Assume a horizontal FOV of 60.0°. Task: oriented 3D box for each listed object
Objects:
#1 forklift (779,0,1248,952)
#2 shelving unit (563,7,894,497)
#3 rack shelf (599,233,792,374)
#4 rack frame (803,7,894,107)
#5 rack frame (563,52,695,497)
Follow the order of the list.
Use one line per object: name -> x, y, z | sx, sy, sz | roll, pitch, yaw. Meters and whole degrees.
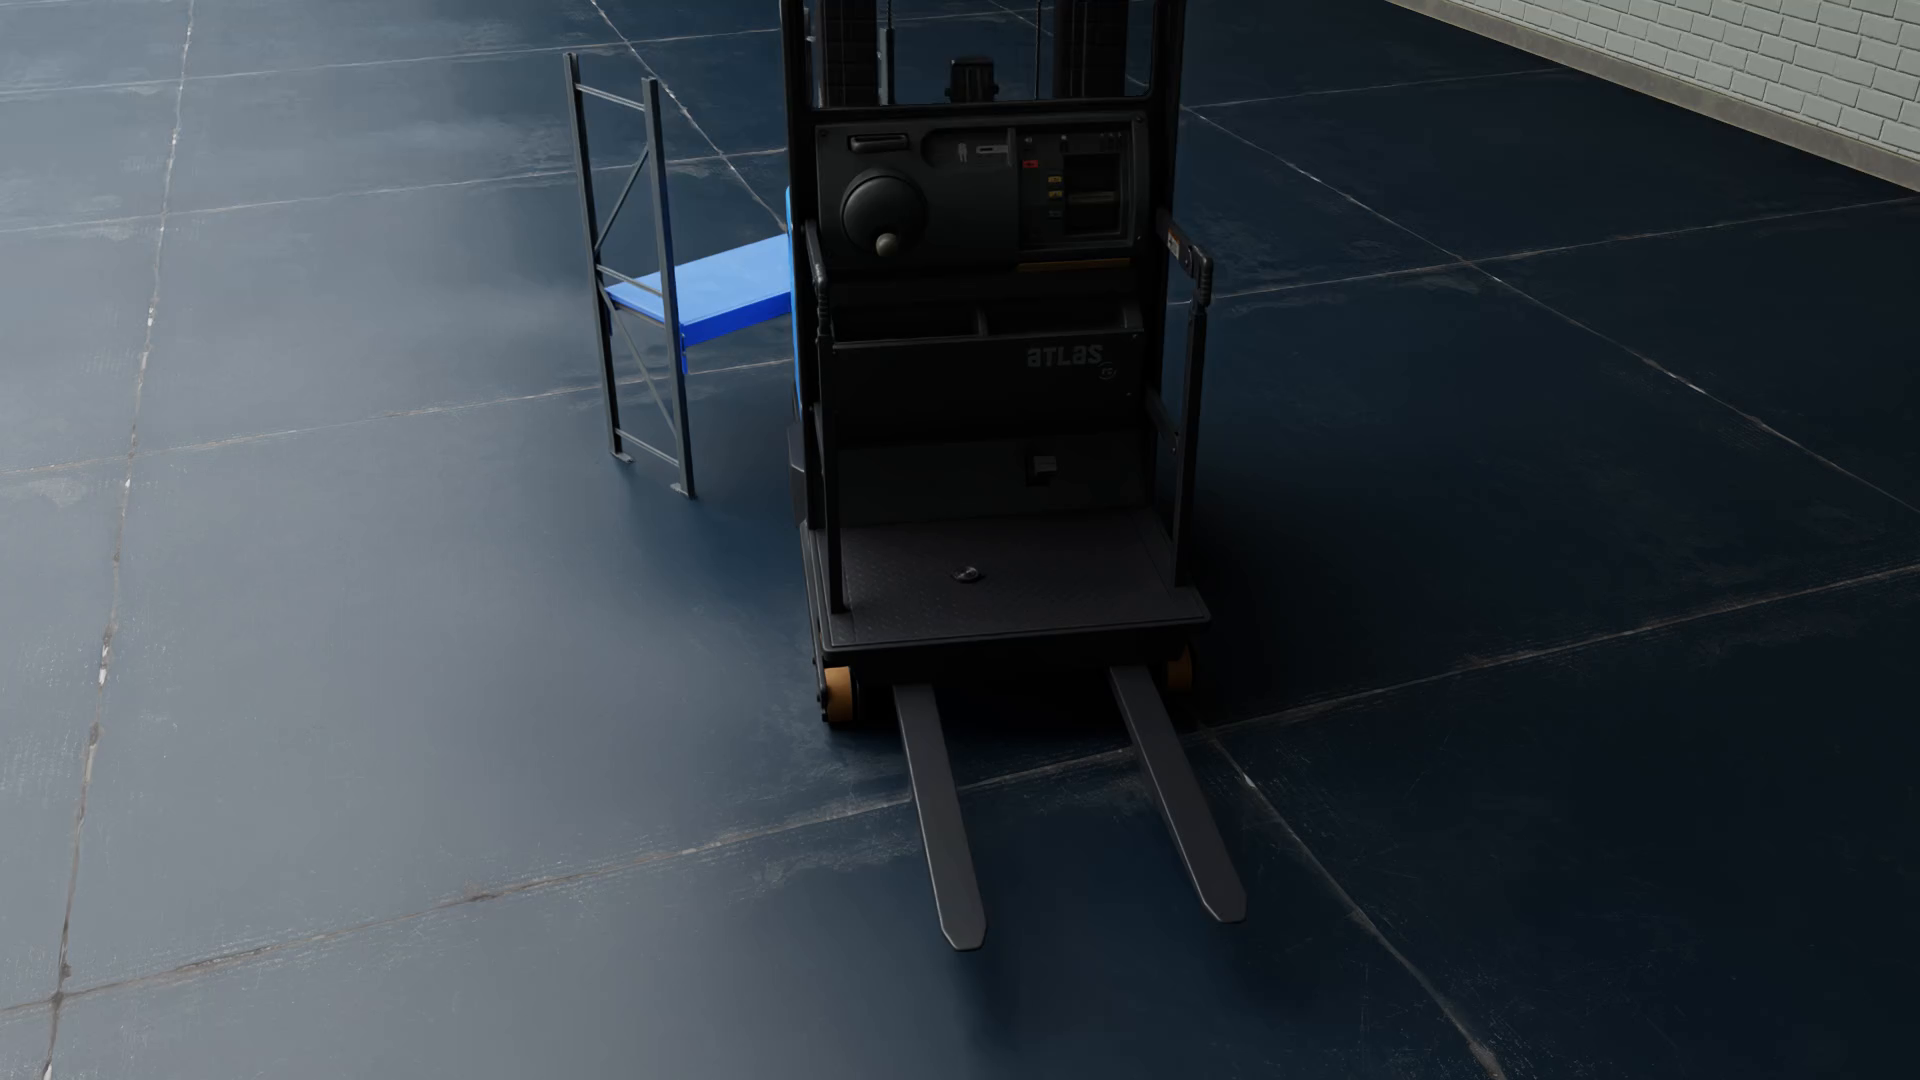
forklift -> 0.101, -0.932, 4.425 | 1.130, 2.935, 3.031 | -4, 30, -7
shelving unit -> -0.786, -1.076, 6.123 | 1.048, 1.500, 0.538 | -26, 38, -37
rack shelf -> -0.785, -0.920, 6.212 | 1.000, 0.185, 0.538 | -26, 38, -37
rack frame -> -0.423, -1.253, 6.432 | 0.032, 1.500, 0.500 | -26, 38, -37
rack frame -> -1.149, -0.900, 5.814 | 0.032, 1.500, 0.500 | -26, 38, -37
